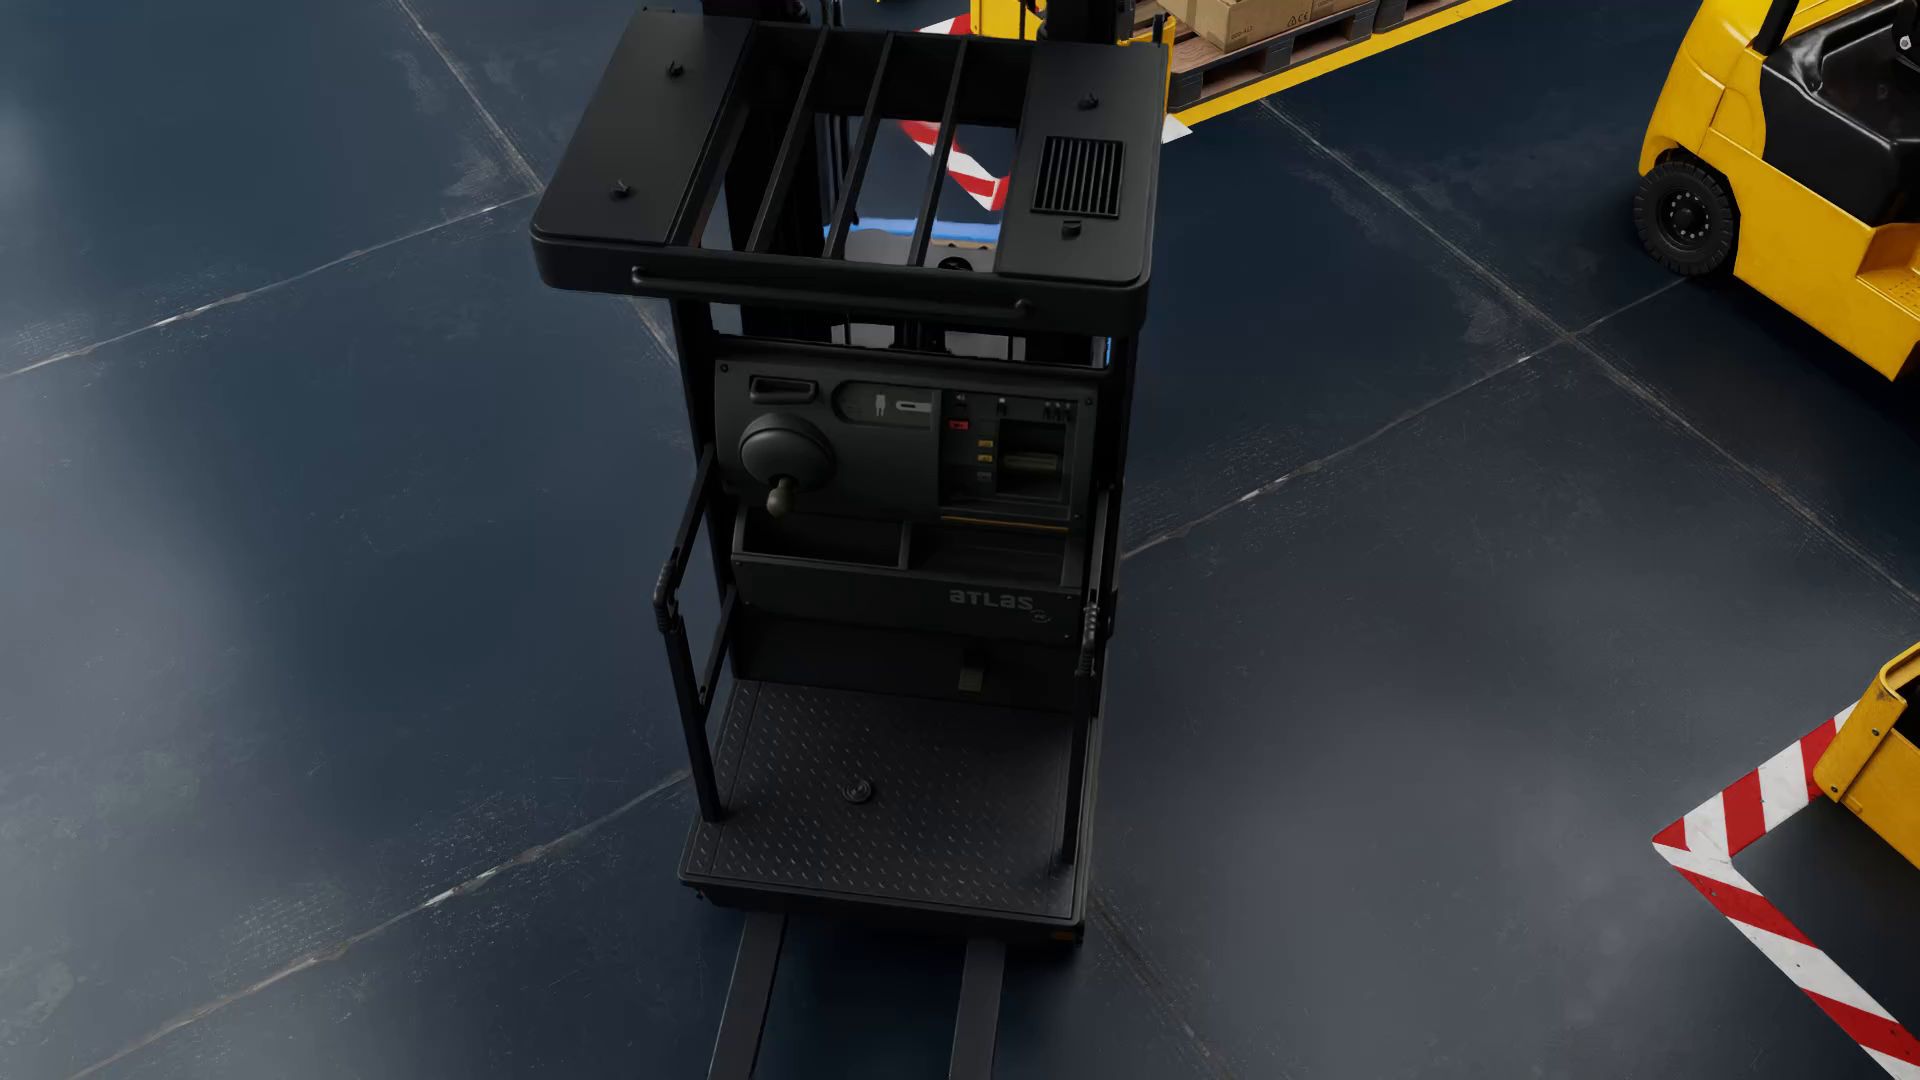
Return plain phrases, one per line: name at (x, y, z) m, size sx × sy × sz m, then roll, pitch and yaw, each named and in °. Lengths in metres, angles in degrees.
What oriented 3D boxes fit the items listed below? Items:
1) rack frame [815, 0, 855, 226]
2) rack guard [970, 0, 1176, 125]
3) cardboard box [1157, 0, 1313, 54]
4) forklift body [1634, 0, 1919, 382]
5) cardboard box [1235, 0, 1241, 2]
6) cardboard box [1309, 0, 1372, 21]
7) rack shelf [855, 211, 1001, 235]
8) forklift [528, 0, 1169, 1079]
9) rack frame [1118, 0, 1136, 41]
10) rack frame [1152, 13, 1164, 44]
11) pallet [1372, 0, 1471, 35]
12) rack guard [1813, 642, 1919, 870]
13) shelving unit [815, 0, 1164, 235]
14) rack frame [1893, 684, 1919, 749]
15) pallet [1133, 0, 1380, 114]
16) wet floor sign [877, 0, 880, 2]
rack frame at (-0.411, -1.037, 5.669) m, size 0.032 × 1.500 × 0.500 m, roll 4°, pitch 48°, yaw 4°
rack guard at (0.482, -2.321, 7.482) m, size 0.348 × 0.500 × 1.175 m, roll -25°, pitch 53°, yaw -21°
cardboard box at (1.248, -2.494, 7.522) m, size 0.500 × 0.250 × 0.500 m, roll -26°, pitch 53°, yaw -21°
forklift body at (3.700, -1.614, 5.747) m, size 1.214 × 2.155 × 2.313 m, roll -25°, pitch 53°, yaw -21°
cardboard box at (1.267, -2.753, 7.251) m, size 0.500 × 0.500 × 0.500 m, roll -27°, pitch 54°, yaw -22°
cardboard box at (1.683, -2.692, 7.699) m, size 0.500 × 0.250 × 0.500 m, roll -23°, pitch 52°, yaw -20°
rack shelf at (0.095, -0.882, 5.772) m, size 1.000 × 0.185 × 0.538 m, roll 4°, pitch 48°, yaw 4°
forklift at (-0.162, -0.127, 3.900) m, size 1.130 × 2.935 × 3.031 m, roll 6°, pitch 49°, yaw 5°
rack frame at (0.418, -3.122, 6.522) m, size 0.127 × 3.000 × 1.000 m, roll -25°, pitch 53°, yaw -21°
rack frame at (0.602, -0.967, 5.607) m, size 0.032 × 1.500 × 0.500 m, roll 4°, pitch 48°, yaw 4°
pallet at (2.219, -3.009, 8.289) m, size 1.213 × 0.211 × 1.003 m, roll -25°, pitch 53°, yaw -21°
rack guard at (3.049, 0.853, 4.656) m, size 0.348 × 0.500 × 1.175 m, roll -25°, pitch 53°, yaw -21°
shelving unit at (0.095, -1.002, 5.638) m, size 1.048 × 1.500 × 0.538 m, roll 4°, pitch 48°, yaw 4°
rack frame at (3.070, 0.012, 3.731) m, size 0.127 × 3.000 × 1.000 m, roll -25°, pitch 53°, yaw -21°
pallet at (1.188, -2.526, 7.858) m, size 1.213 × 0.211 × 1.003 m, roll -25°, pitch 53°, yaw -21°
wet floor sign at (-0.314, -2.939, 7.935) m, size 0.232 × 0.644 × 0.267 m, roll -9°, pitch 49°, yaw -8°
